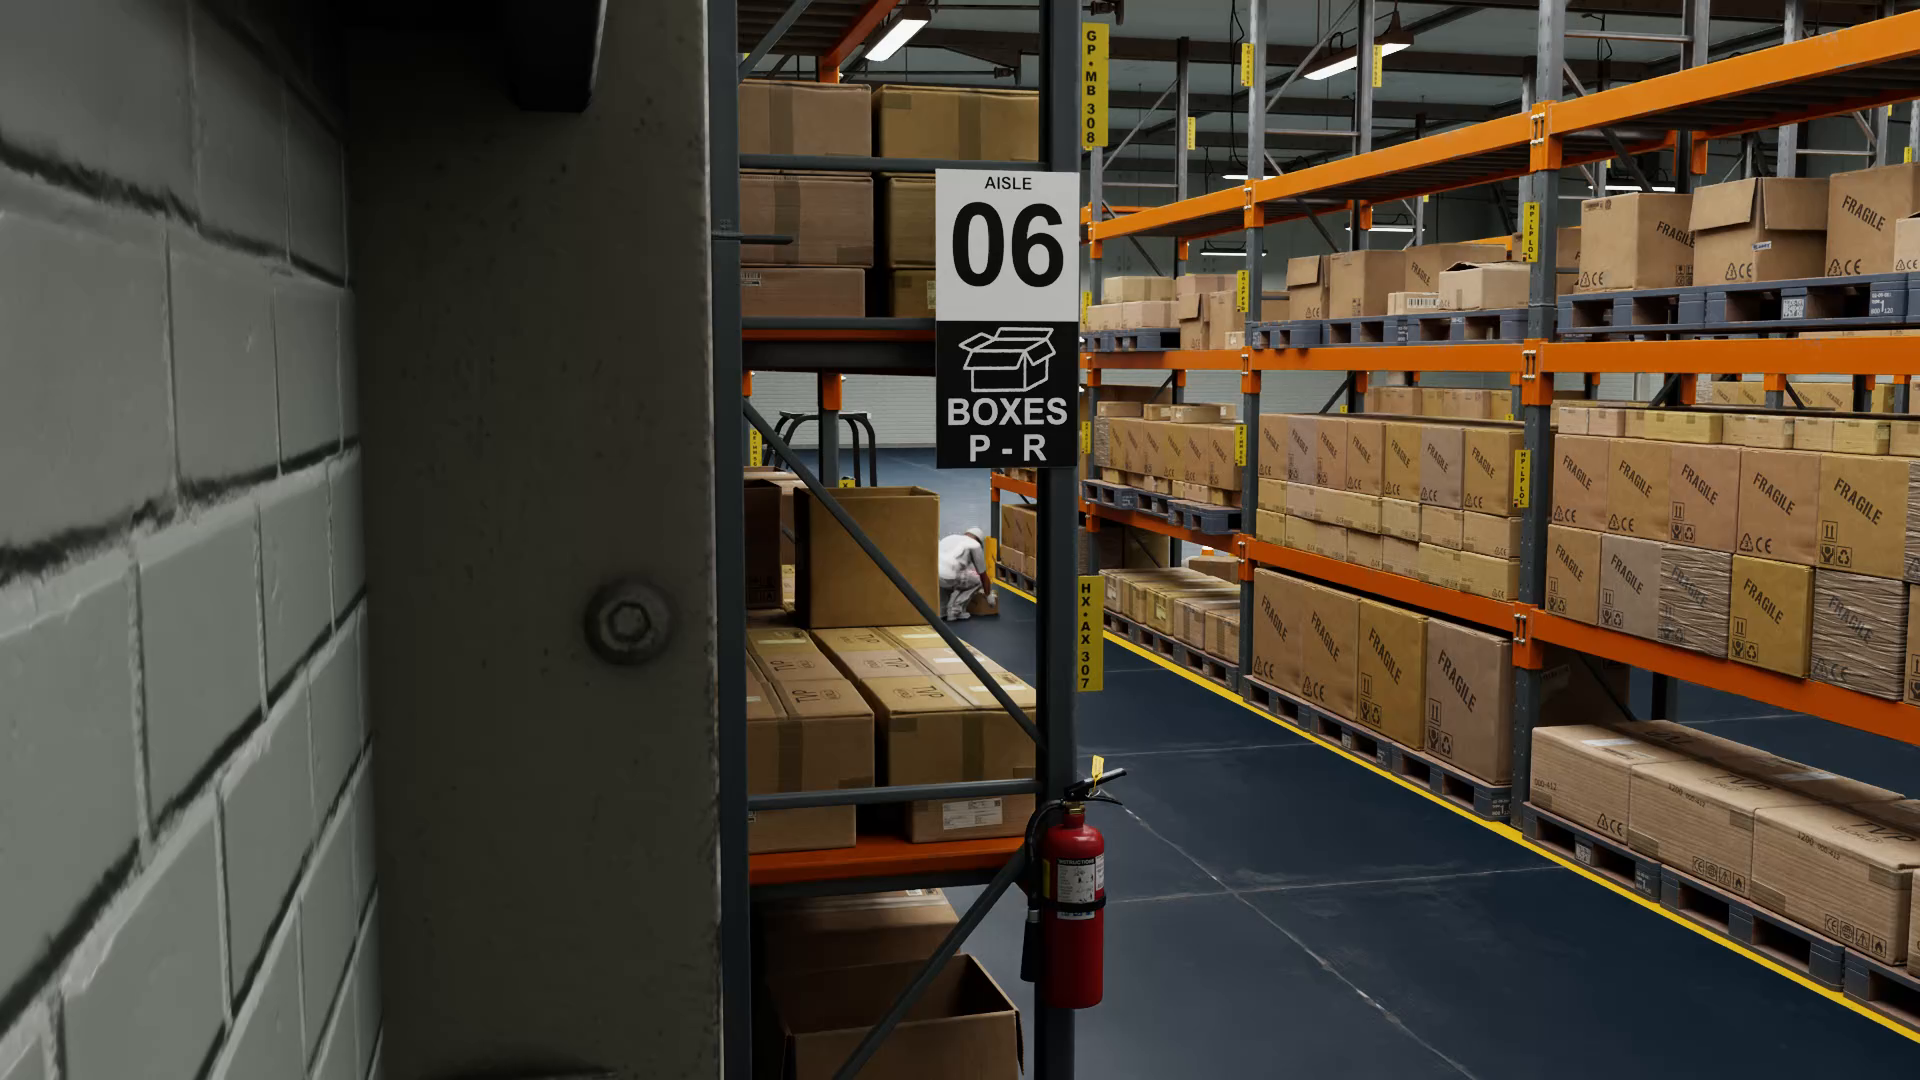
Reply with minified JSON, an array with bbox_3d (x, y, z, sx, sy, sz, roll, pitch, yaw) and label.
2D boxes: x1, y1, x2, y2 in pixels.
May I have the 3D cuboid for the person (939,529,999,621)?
[{"bbox_3d":[-0.044,0.367,17.730,0.575,0.920,0.924,6,8,44],"label":"person"}]
